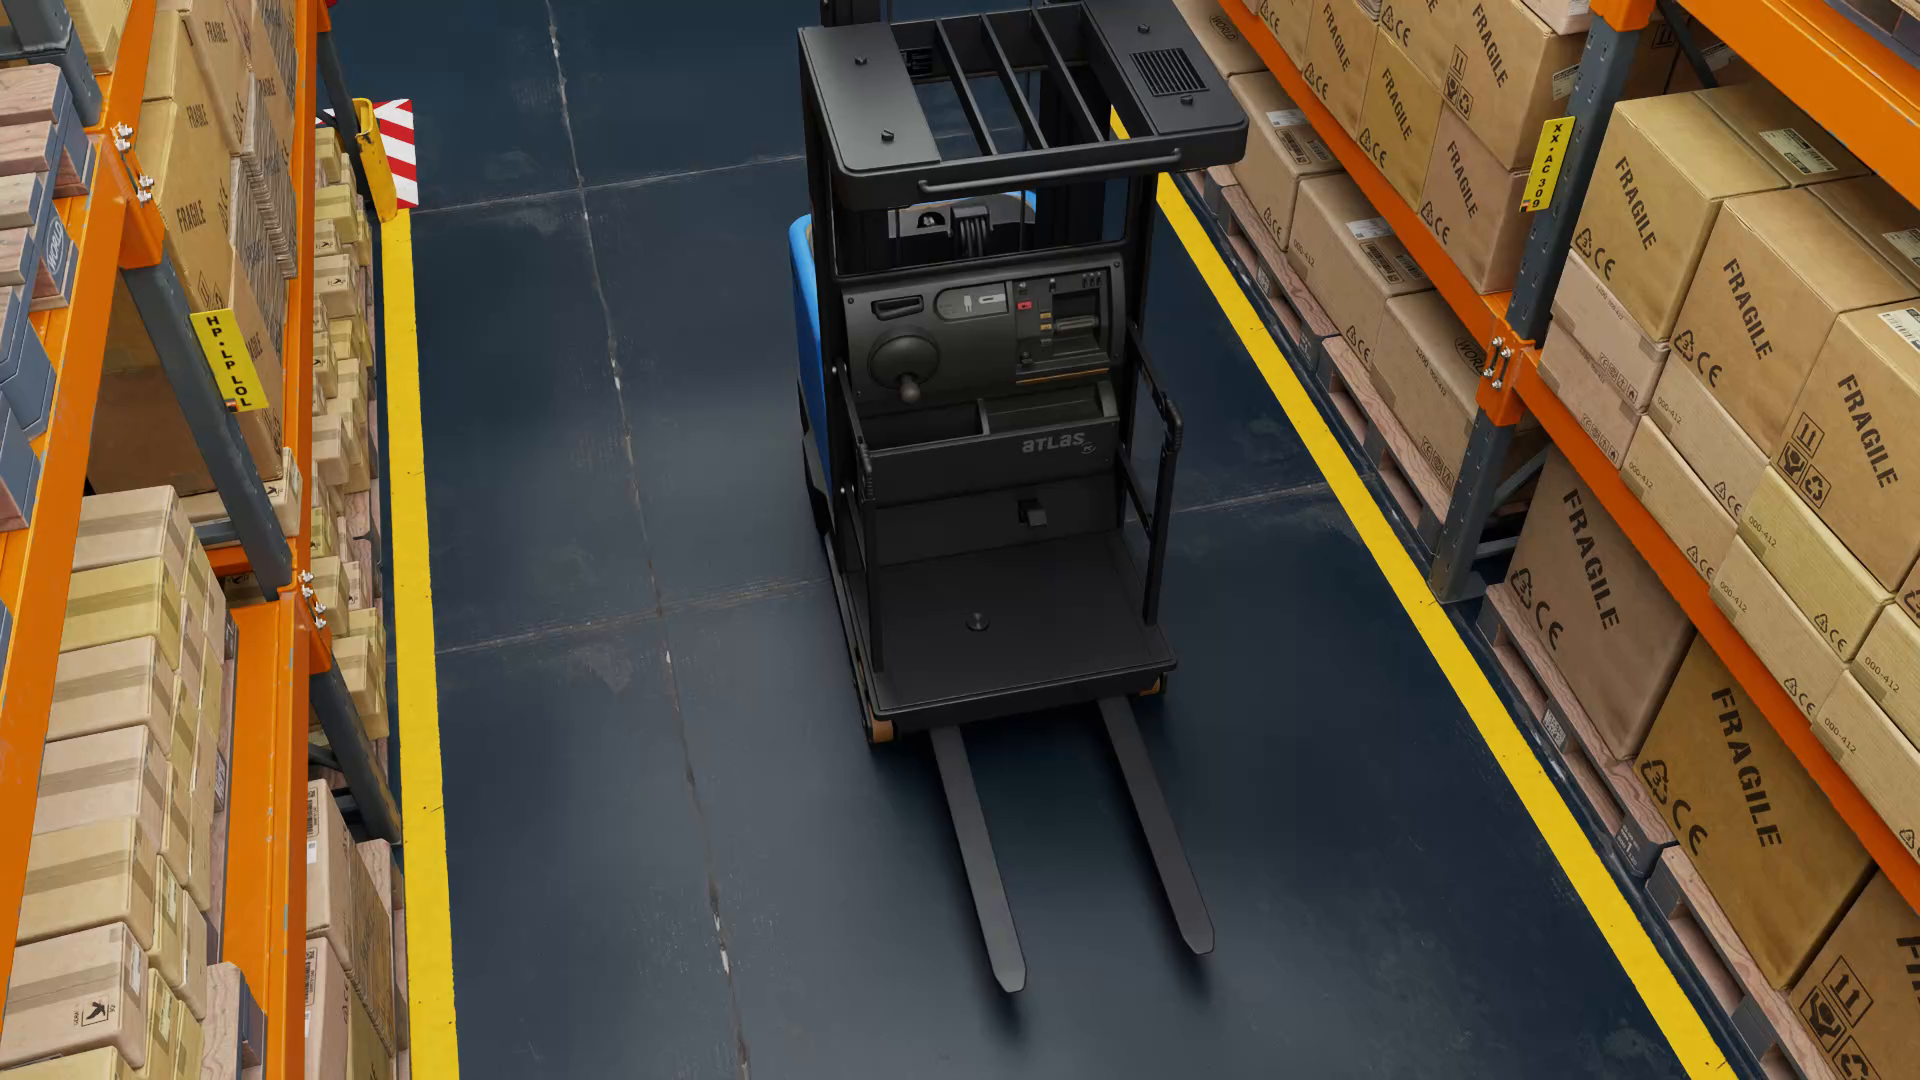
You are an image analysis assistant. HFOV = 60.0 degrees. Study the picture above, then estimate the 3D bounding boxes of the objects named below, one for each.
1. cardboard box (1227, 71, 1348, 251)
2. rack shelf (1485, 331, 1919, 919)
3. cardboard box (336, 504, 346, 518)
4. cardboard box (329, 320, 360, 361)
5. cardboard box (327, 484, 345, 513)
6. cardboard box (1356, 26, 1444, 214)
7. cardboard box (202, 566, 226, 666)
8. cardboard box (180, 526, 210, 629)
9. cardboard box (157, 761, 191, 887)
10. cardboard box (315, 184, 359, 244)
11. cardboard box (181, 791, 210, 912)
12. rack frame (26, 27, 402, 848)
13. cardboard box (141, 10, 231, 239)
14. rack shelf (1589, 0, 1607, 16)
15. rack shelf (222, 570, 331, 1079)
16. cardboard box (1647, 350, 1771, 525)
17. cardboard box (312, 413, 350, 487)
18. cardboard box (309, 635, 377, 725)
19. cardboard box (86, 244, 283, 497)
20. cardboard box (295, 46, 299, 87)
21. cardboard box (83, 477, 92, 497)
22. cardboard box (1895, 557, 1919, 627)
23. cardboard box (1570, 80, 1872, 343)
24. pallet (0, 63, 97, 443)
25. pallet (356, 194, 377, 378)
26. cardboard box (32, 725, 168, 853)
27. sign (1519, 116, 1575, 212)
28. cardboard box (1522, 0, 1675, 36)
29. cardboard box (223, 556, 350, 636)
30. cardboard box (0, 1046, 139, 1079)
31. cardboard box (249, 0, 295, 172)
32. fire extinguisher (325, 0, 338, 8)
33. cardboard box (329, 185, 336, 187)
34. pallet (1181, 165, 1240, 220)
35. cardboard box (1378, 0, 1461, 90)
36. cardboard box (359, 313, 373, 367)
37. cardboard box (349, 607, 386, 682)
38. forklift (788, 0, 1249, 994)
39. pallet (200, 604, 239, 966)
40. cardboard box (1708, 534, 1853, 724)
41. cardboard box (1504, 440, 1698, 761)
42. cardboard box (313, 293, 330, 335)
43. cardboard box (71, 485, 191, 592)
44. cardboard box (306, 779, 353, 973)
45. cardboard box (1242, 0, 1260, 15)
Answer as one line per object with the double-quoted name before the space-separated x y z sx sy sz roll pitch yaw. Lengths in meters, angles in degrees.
"cardboard box" 1.826 -1.869 7.981 0.875 0.438 0.875 -10 46 -9
"rack shelf" 2.854 0.708 4.460 1.077 0.370 4.000 -11 47 -10
"cardboard box" -2.598 -0.100 6.450 0.380 0.149 0.250 -13 47 -12
"cardboard box" -2.703 -0.758 6.887 0.380 0.149 0.250 -9 46 -8
"cardboard box" -2.563 -0.213 6.352 0.380 0.149 0.250 -9 46 -8
"cardboard box" 1.839 -1.587 6.135 0.500 0.500 0.500 -12 47 -11
"cardboard box" -2.124 0.229 4.307 0.380 0.149 0.250 -12 47 -11
"cardboard box" -2.125 0.126 4.200 0.380 0.149 0.250 -9 46 -9
"cardboard box" -1.921 0.667 3.669 0.380 0.149 0.250 -12 47 -12
"cardboard box" -2.863 -1.410 7.317 0.380 0.149 0.250 -12 47 -11
"cardboard box" -1.931 0.754 3.793 0.380 0.149 0.250 -13 47 -12
"rack frame" -2.417 0.050 4.600 1.000 3.000 0.127 -11 47 -10
"cardboard box" -2.445 -1.150 4.798 0.500 0.500 0.500 -12 47 -12
"rack shelf" 1.830 -3.103 6.095 1.077 0.370 4.000 -11 47 -10
"rack shelf" -1.905 1.683 3.504 1.077 0.370 4.000 -11 47 -10
"cardboard box" 2.343 -0.337 4.735 0.500 0.250 0.500 -10 46 -10
"cardboard box" -2.506 -0.316 6.245 0.380 0.149 0.250 -10 46 -9
"cardboard box" -2.201 0.488 5.665 0.380 0.149 0.250 -9 46 -8
"cardboard box" -2.300 -0.477 4.839 0.500 0.500 0.500 -11 47 -11
"cardboard box" -2.891 -1.929 6.716 0.380 0.149 0.250 -10 46 -9
"cardboard box" -2.814 -0.371 4.735 0.500 0.500 0.500 -11 47 -10
"cardboard box" 2.598 0.096 3.786 0.500 0.500 0.500 -11 47 -11
"cardboard box" 2.177 -0.953 4.814 0.500 0.500 0.500 -10 46 -10
"pallet" -2.362 -0.488 3.159 1.213 0.211 1.003 -11 47 -10
"pallet" -3.248 -1.115 7.695 1.003 0.211 1.213 -11 47 -10
"cardboard box" -1.924 0.570 3.557 0.380 0.149 0.250 -11 47 -10
"sign" 1.806 -1.153 5.118 0.100 0.325 0.005 -11 47 -10
"cardboard box" 1.955 -1.691 5.083 0.380 0.149 0.250 -12 47 -11
"cardboard box" -2.318 0.216 5.723 0.380 0.149 0.250 -9 46 -8
"cardboard box" -1.723 1.110 3.027 0.380 0.149 0.250 -11 47 -11
"cardboard box" -2.694 -1.536 5.877 0.500 0.500 0.500 -9 46 -8
"fire extinguisher" -3.060 -2.812 7.721 0.296 0.674 0.183 -11 47 -10
"cardboard box" -3.015 -1.462 7.576 0.380 0.149 0.250 -12 47 -11
"pallet" 1.598 -2.172 8.731 1.003 0.211 1.213 -11 47 -10
"cardboard box" 1.832 -1.937 5.778 0.500 0.500 0.500 -11 47 -11
"cardboard box" -2.755 -0.845 7.180 0.380 0.149 0.250 -13 47 -12
"cardboard box" -2.268 0.407 5.953 0.380 0.149 0.250 -9 46 -9
"forklift" 0.136 -0.592 5.278 1.130 2.935 3.031 -9 46 -9
"pallet" -2.362 0.672 4.126 1.003 0.211 1.213 -11 47 -10
"cardboard box" 2.449 0.194 4.565 0.500 0.250 0.500 -11 47 -11
"cardboard box" 2.578 0.086 5.760 0.875 0.875 0.875 -9 46 -9
"cardboard box" -2.775 -0.842 6.761 0.380 0.149 0.250 -12 47 -12
"cardboard box" -2.126 0.024 4.091 0.380 0.149 0.250 -9 46 -8
"cardboard box" -1.982 0.984 4.617 0.500 0.250 0.500 -12 47 -11
"cardboard box" 1.433 -2.639 7.166 0.500 0.500 0.500 -11 47 -11
